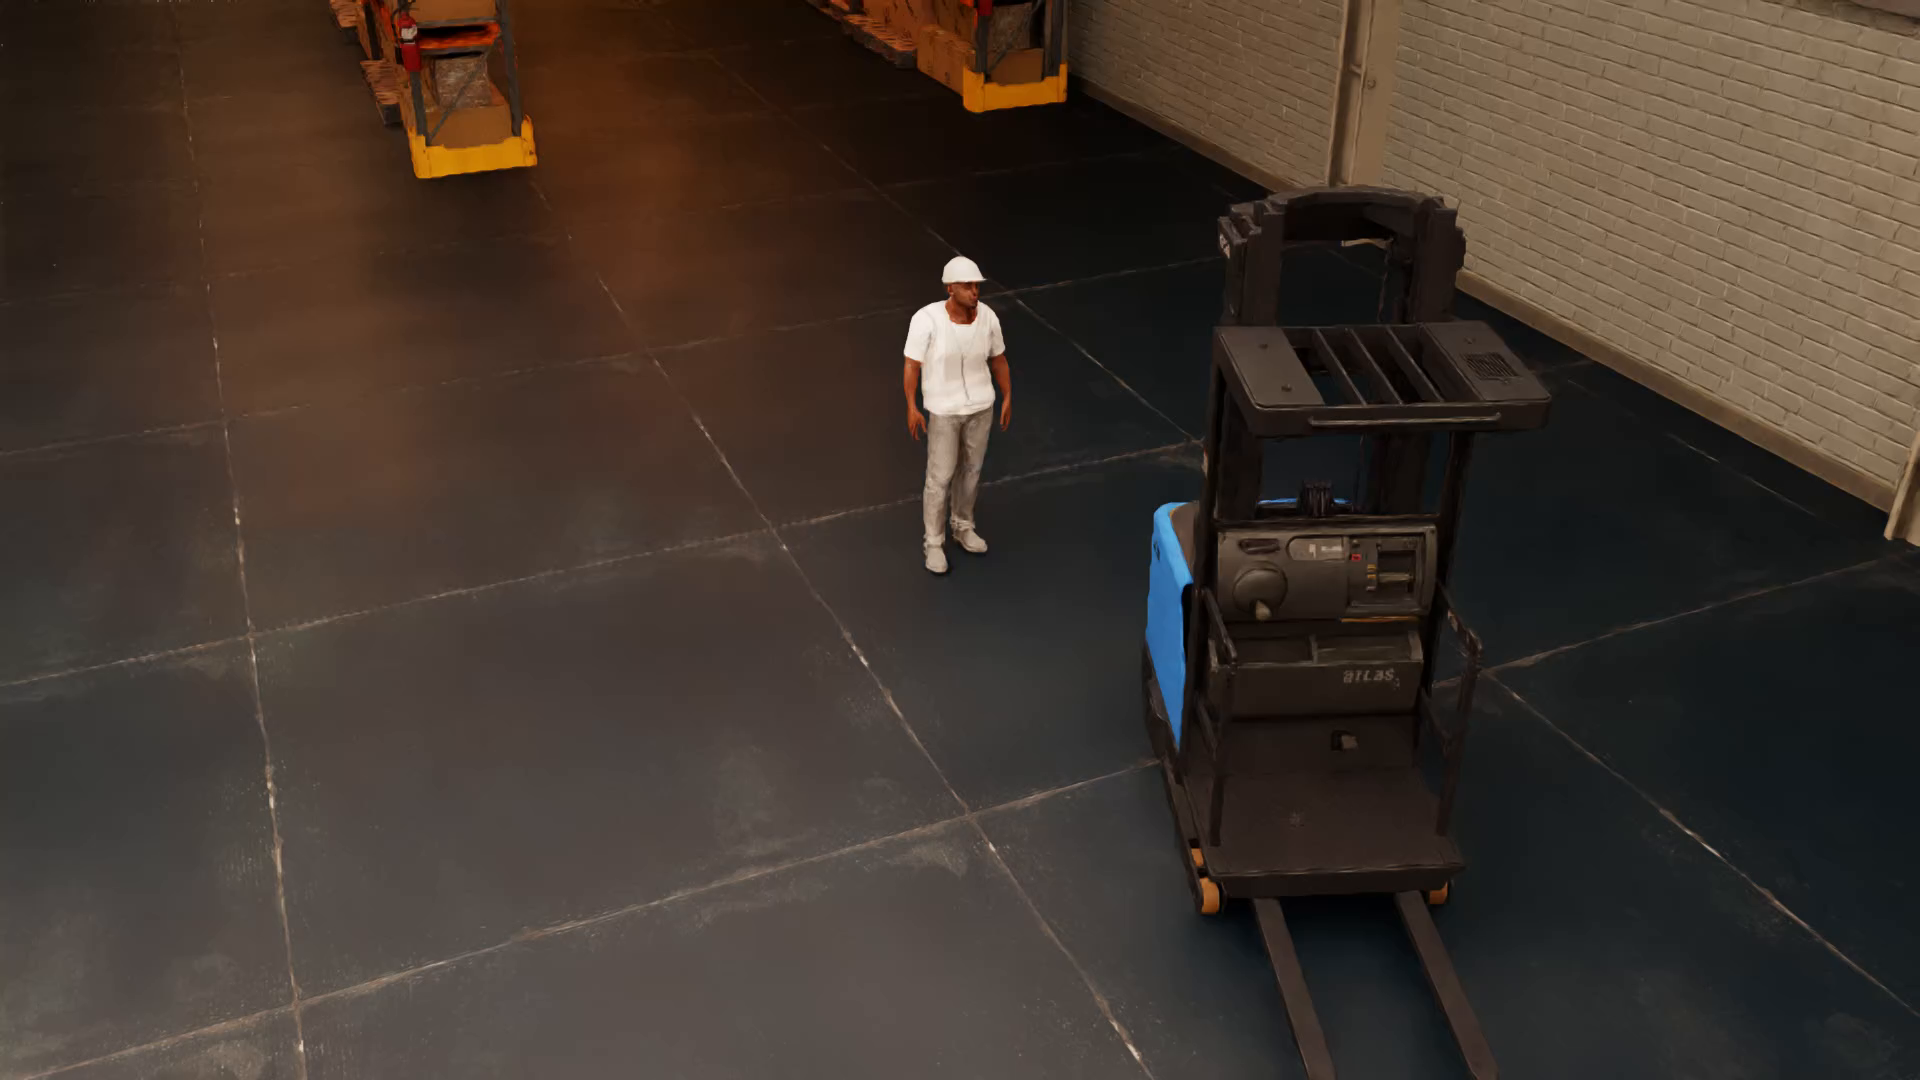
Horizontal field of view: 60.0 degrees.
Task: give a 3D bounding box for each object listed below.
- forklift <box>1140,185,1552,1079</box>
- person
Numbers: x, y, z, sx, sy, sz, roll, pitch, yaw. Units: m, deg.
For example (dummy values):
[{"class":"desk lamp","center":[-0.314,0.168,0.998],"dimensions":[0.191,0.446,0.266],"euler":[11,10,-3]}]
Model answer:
[{"class":"forklift","center":[1.554,0.185,6.797],"dimensions":[1.130,2.935,3.031],"euler":[-2,30,-3]},{"class":"person","center":[-0.008,-0.802,9.621],"dimensions":[0.665,1.707,0.419],"euler":[-12,32,-20]}]
